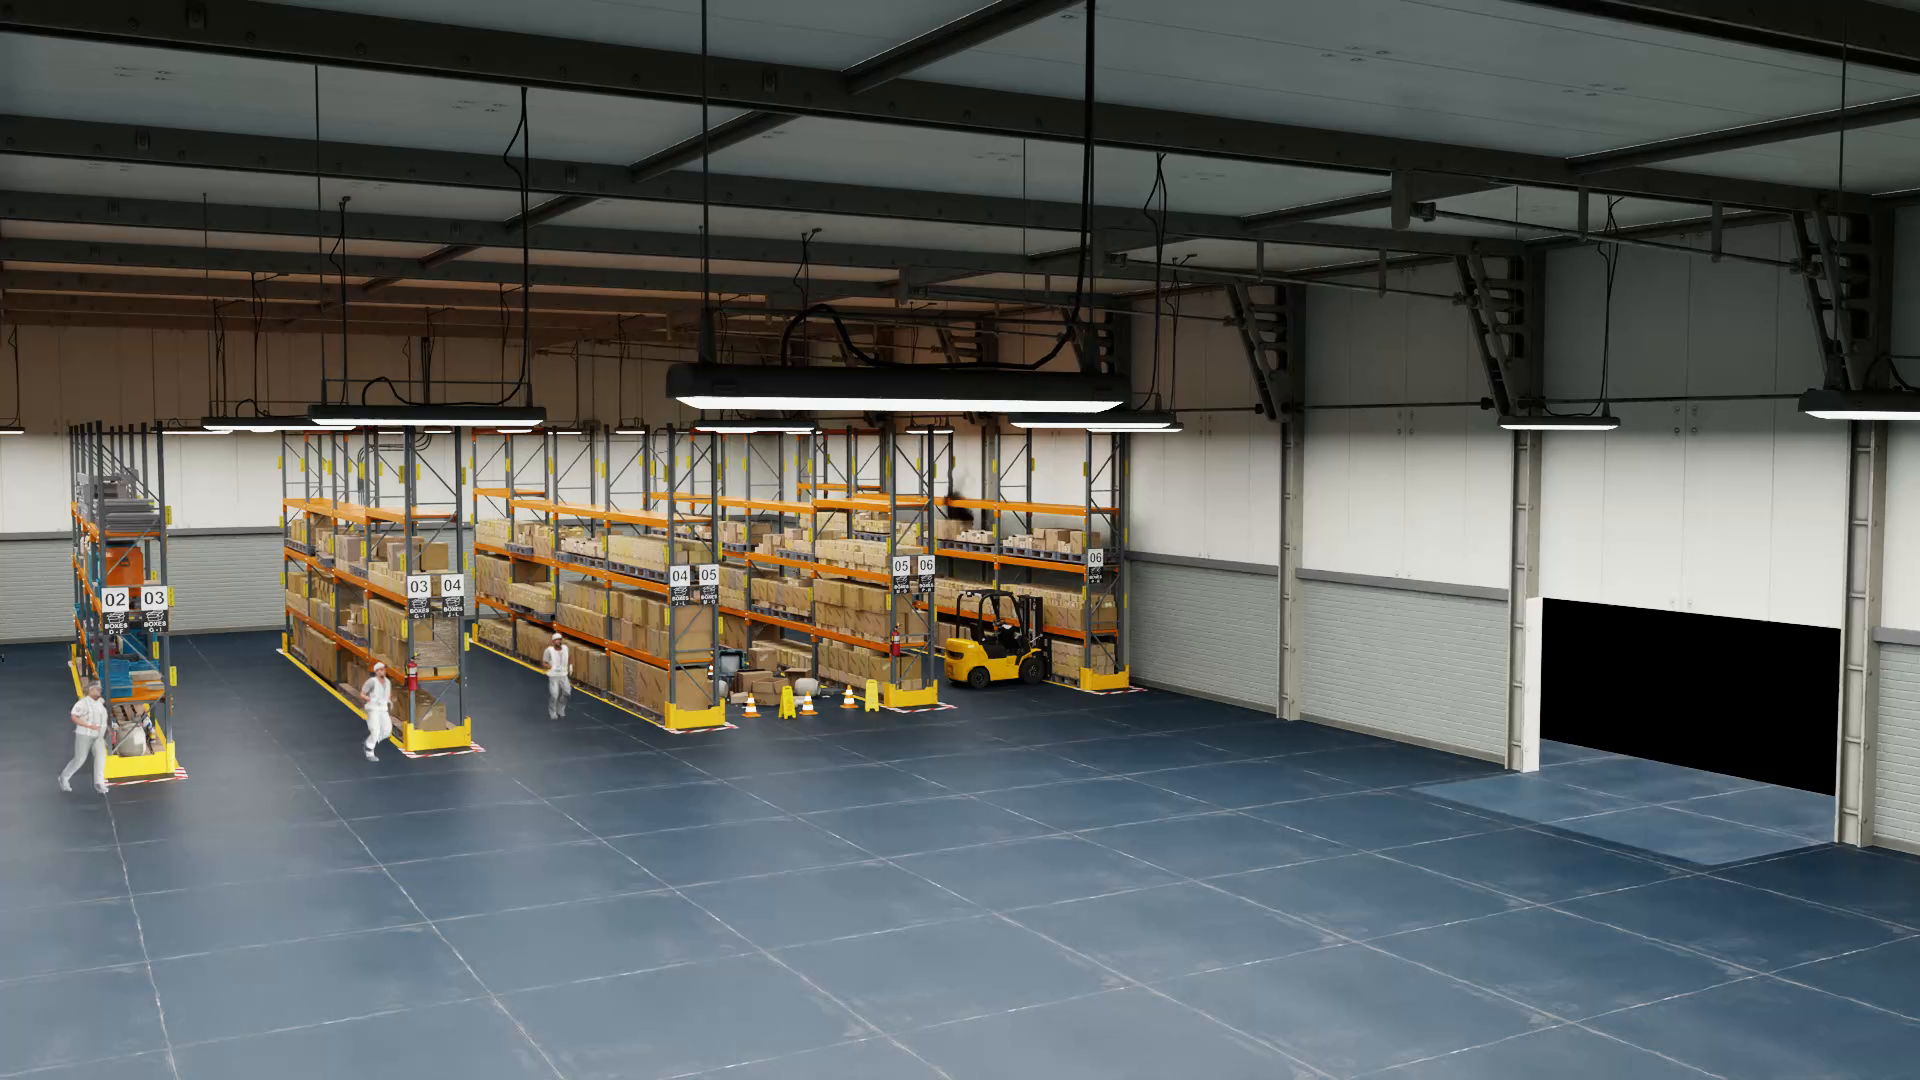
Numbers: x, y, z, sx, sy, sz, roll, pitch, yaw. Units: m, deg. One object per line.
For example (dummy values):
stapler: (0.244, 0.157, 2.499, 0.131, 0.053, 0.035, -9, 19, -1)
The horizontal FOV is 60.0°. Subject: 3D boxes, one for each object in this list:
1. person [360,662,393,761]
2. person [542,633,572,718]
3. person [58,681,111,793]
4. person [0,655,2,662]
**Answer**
person: (-10.307, 3.034, 29.527, 0.624, 1.726, 0.679, 2, 4, 35)
person: (-8.104, 2.761, 33.686, 0.710, 1.760, 0.635, -3, 4, -37)
person: (-14.058, 3.170, 26.951, 0.896, 1.773, 0.734, 1, 4, 20)
person: (-19.884, 2.746, 33.954, 0.638, 1.737, 0.638, -3, 4, -38)
